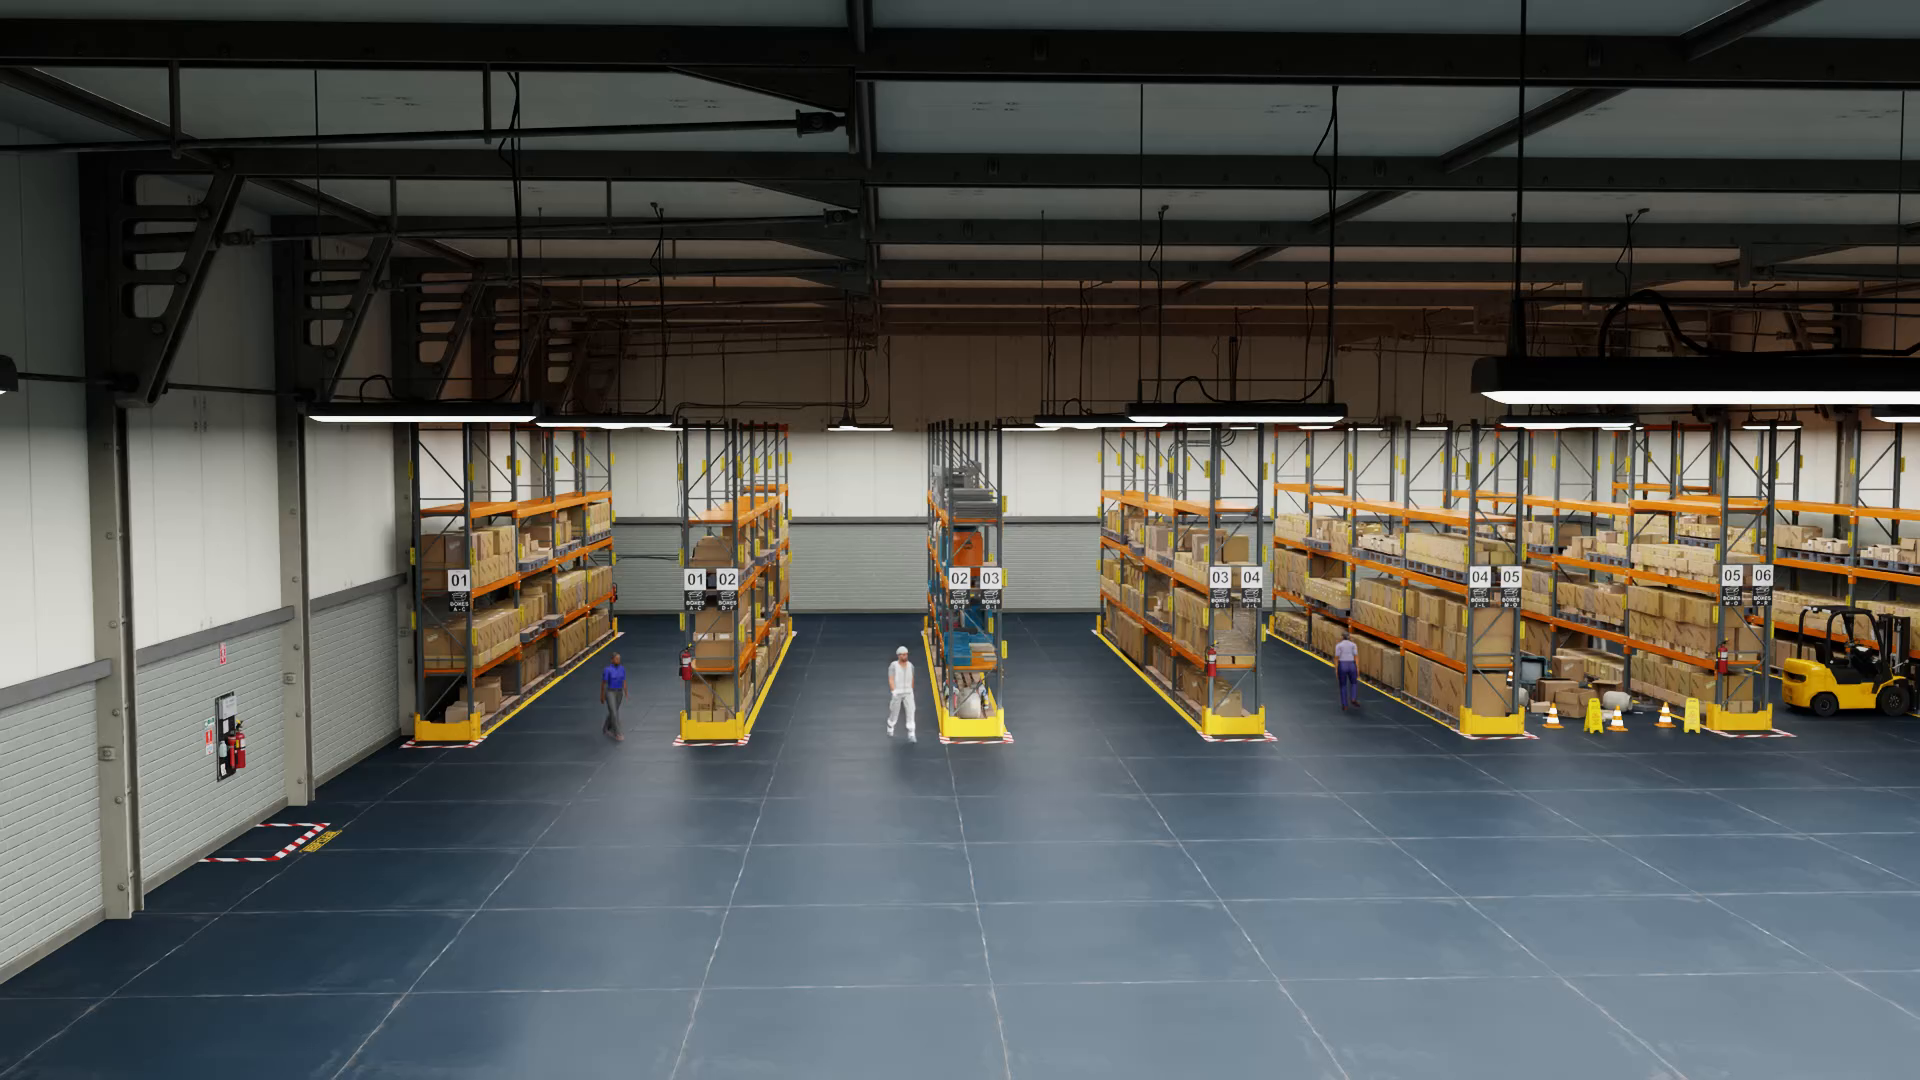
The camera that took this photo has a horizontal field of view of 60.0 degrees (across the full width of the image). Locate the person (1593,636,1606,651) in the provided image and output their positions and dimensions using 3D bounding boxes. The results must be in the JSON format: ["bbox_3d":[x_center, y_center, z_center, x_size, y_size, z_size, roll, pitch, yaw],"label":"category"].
[{"bbox_3d":[16.238,2.188,42.287,0.495,1.669,0.534,0,4,-4],"label":"person"}]

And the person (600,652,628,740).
[{"bbox_3d":[-6.448,2.901,31.098,0.930,1.609,0.519,3,5,38],"label":"person"}]

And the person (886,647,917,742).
[{"bbox_3d":[-1.062,2.861,30.900,0.552,1.753,0.993,-2,4,-24],"label":"person"}]

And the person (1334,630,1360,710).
[{"bbox_3d":[8.012,2.694,34.429,0.531,1.638,0.462,0,4,6],"label":"person"}]

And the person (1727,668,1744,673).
[{"bbox_3d":[16.880,2.554,36.121,0.544,1.808,0.602,0,4,-7],"label":"person"}]
